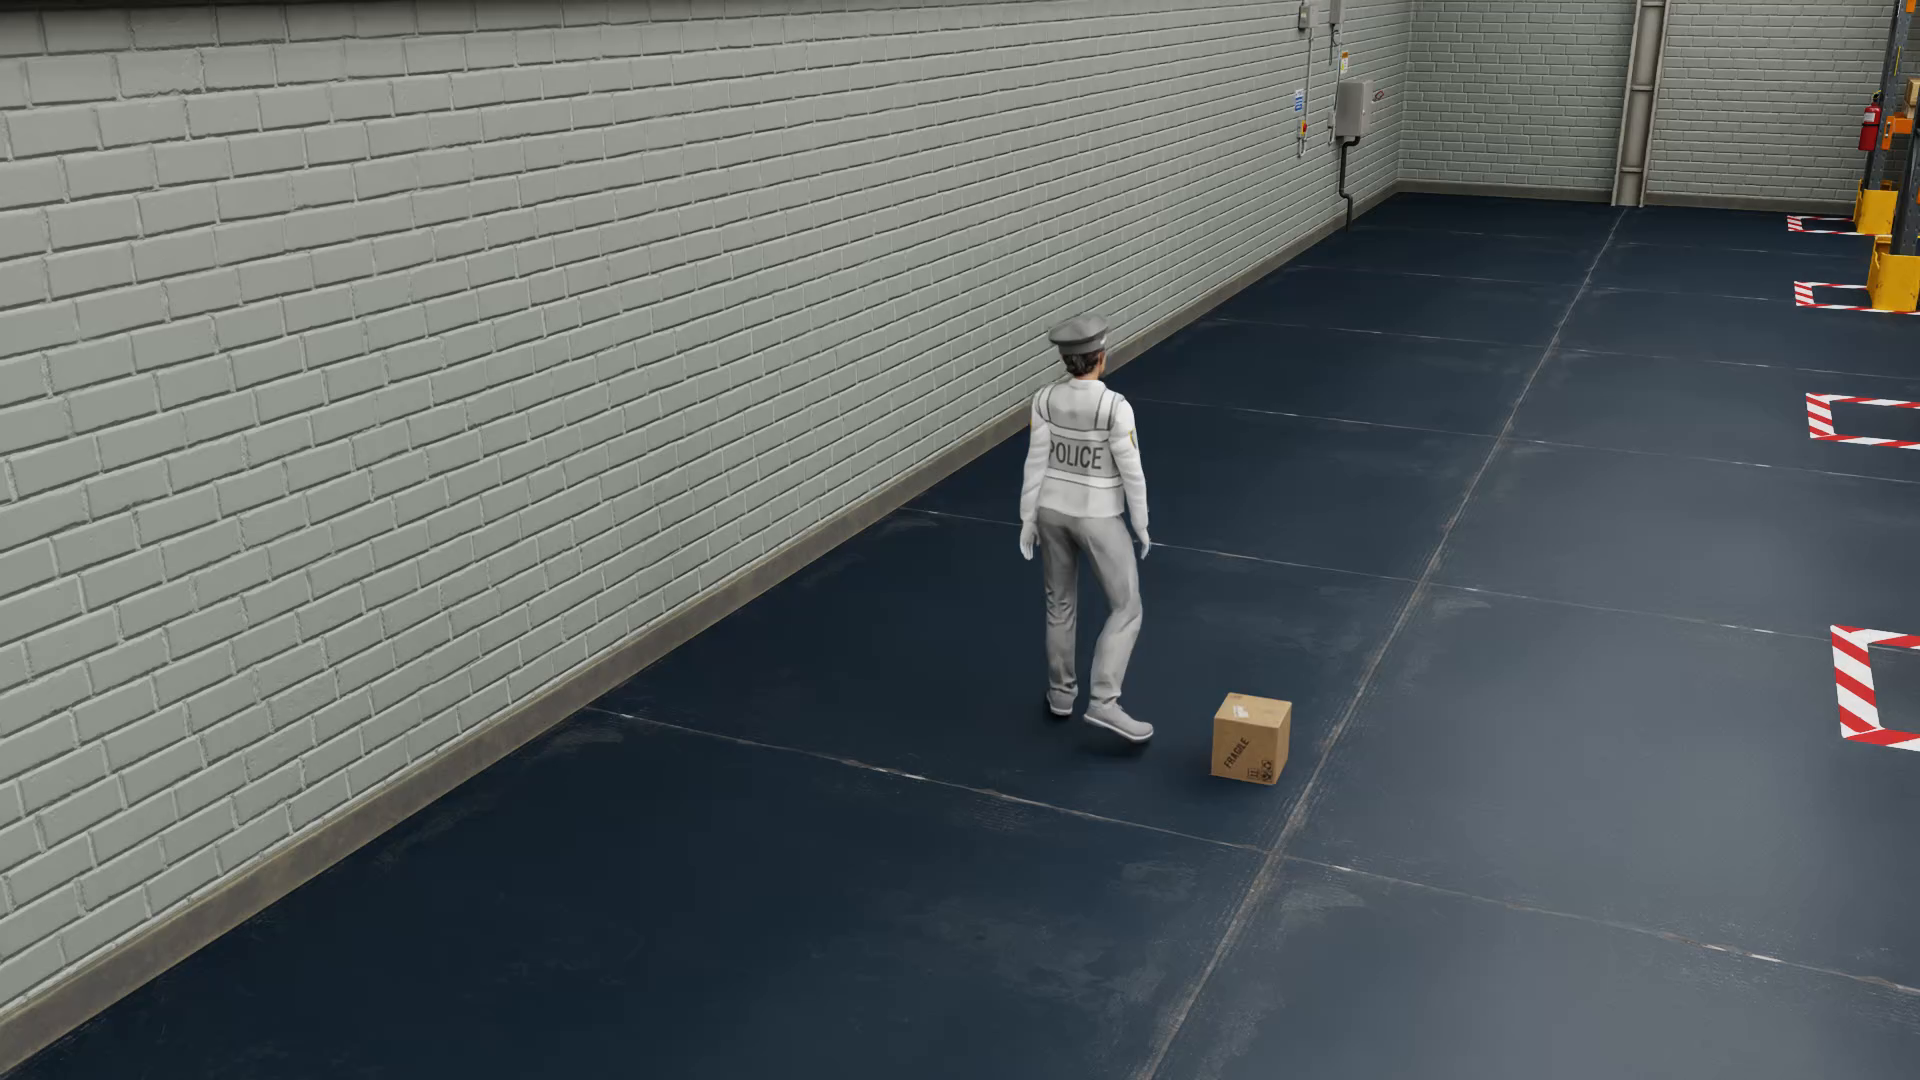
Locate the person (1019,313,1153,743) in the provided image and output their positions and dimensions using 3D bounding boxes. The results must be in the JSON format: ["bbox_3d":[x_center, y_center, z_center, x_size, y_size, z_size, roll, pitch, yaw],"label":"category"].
[{"bbox_3d":[0.546,-0.035,6.653,0.673,1.667,0.493,11,22,29],"label":"person"}]
